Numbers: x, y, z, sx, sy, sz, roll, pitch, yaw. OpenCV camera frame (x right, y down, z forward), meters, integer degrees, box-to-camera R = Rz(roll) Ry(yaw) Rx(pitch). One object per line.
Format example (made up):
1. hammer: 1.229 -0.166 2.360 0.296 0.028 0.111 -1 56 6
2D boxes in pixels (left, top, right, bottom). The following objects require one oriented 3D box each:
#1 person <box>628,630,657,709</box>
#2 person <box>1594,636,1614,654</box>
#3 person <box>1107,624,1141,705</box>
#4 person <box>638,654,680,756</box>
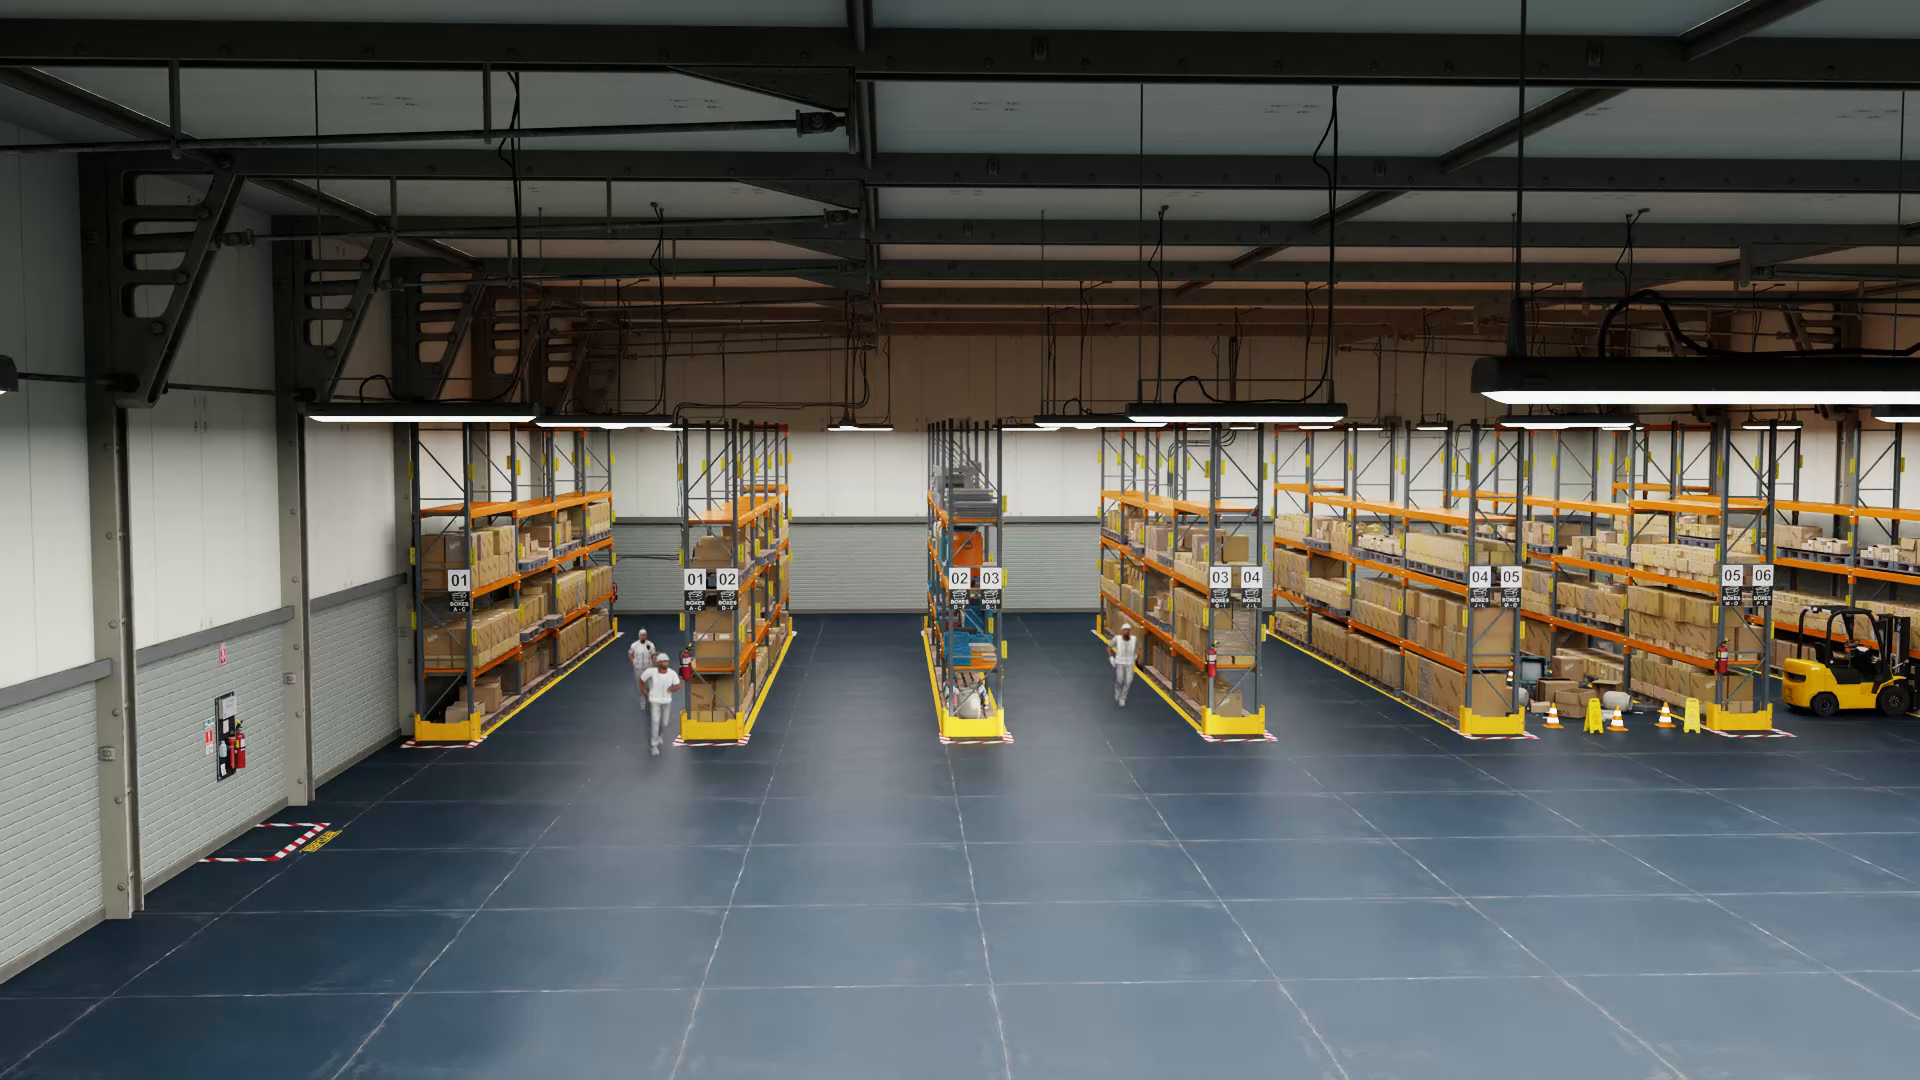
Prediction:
1. person: -6.641 2.694 34.817 0.607 1.644 0.651 -1 4 -12
2. person: 16.250 2.201 41.858 0.672 1.703 0.629 0 4 -1
3. person: 3.472 2.619 34.913 0.689 1.733 0.571 0 4 -6
4. person: -5.380 2.921 30.017 0.715 1.750 0.990 -2 4 -30
